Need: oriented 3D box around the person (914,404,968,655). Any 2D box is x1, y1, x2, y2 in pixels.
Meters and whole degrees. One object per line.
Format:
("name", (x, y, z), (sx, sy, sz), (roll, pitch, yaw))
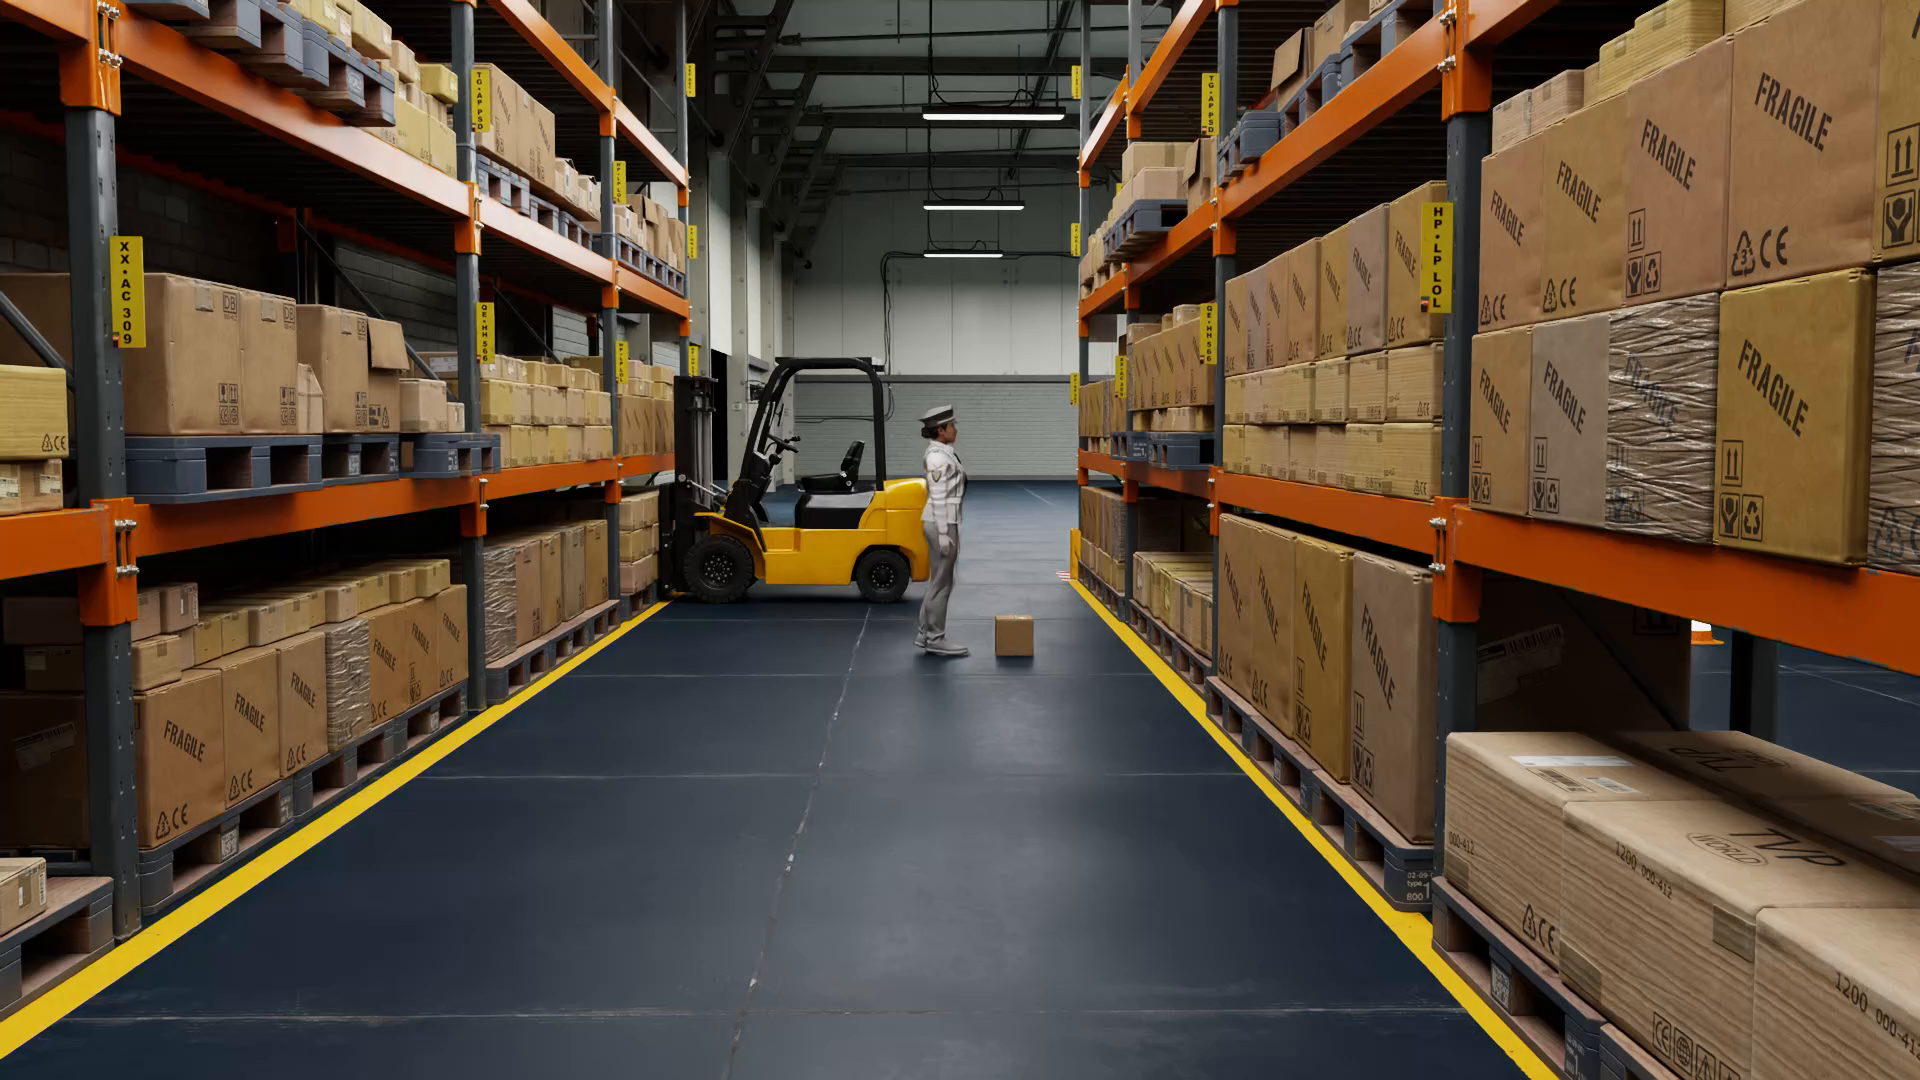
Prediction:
("person", (-0.130, -0.063, 11.286), (0.369, 1.713, 0.485), (0, 4, 0))
